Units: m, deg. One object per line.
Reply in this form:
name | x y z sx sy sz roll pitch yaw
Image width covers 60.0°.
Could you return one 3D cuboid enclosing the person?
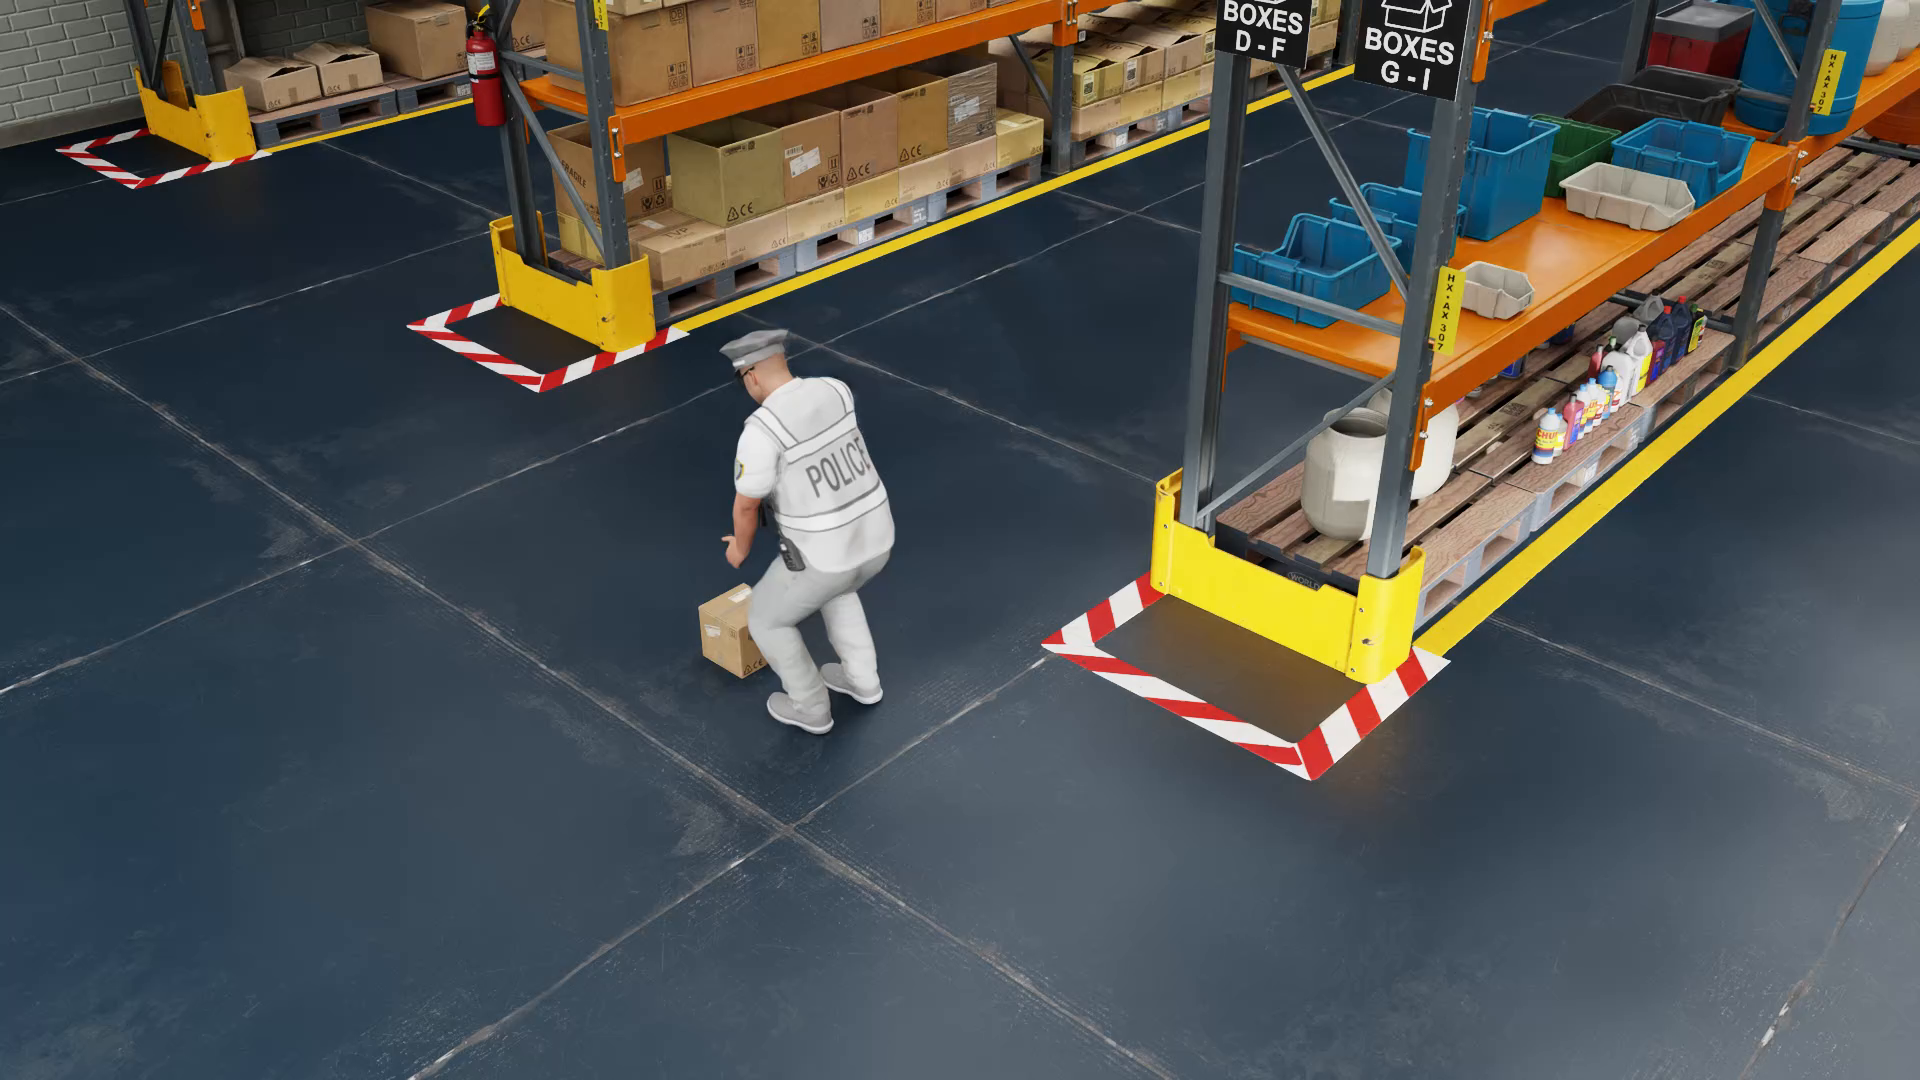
person | -0.589 -0.014 6.315 0.658 1.594 0.581 26 40 36
